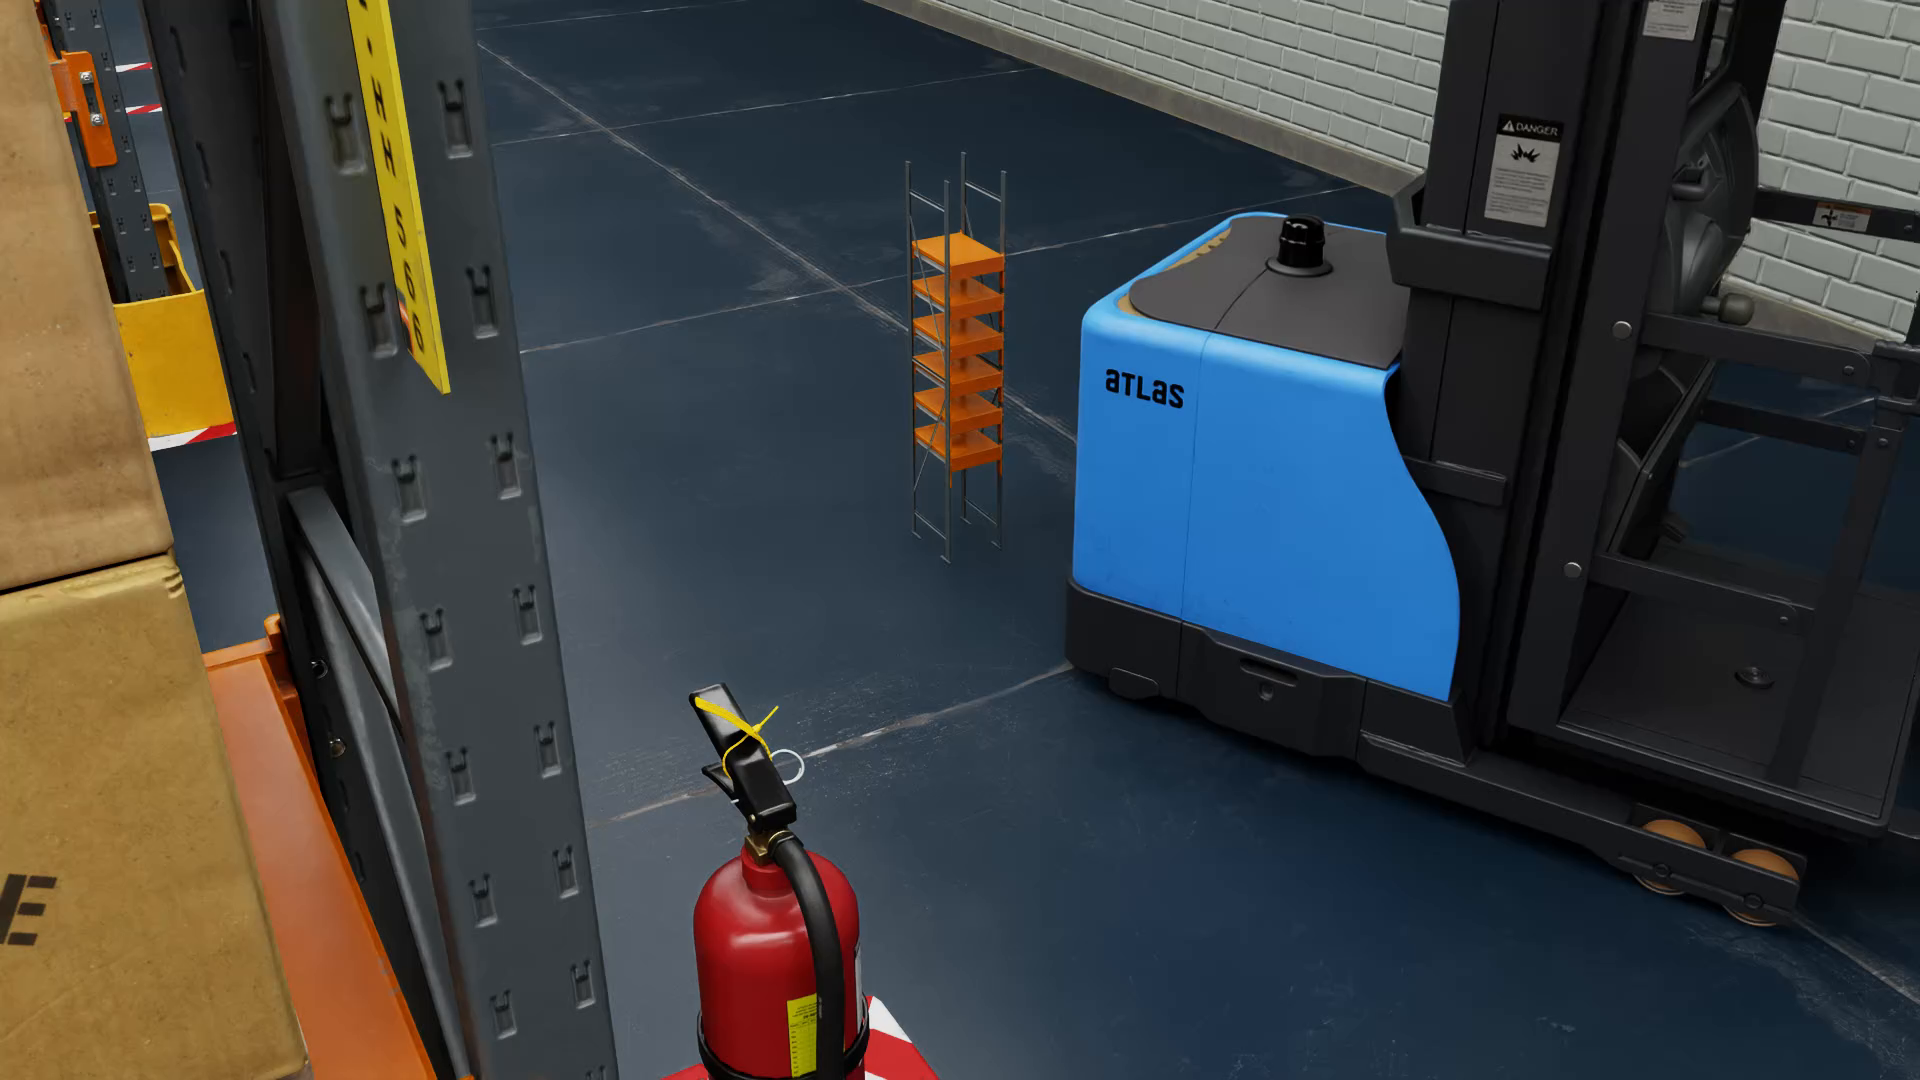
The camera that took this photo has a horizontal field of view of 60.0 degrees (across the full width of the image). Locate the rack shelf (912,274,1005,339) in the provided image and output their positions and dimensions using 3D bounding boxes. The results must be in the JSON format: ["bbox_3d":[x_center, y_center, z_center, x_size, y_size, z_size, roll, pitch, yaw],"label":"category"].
[{"bbox_3d":[-0.012,-0.693,4.859,0.180,0.103,0.258,-16,33,-26],"label":"rack shelf"}]

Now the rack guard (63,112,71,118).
[{"bbox_3d":[-5.559,-2.923,10.029,0.348,0.500,1.175,-16,33,-26],"label":"rack guard"}]

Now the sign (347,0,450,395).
[{"bbox_3d":[-0.375,-0.261,1.093,0.005,0.325,0.100,-16,33,-26],"label":"sign"}]

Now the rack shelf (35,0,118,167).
[{"bbox_3d":[-4.789,-1.138,4.953,4.000,0.370,1.077,-16,33,-26],"label":"rack shelf"}]

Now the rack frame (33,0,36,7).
[{"bbox_3d":[-5.574,-4.006,9.405,0.127,3.000,1.000,-16,33,-26],"label":"rack frame"}]

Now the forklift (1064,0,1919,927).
[{"bbox_3d":[1.803,-0.720,3.521,3.031,2.935,1.130,17,33,28],"label":"forklift"}]

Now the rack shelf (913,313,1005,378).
[{"bbox_3d":[-0.012,-0.588,4.917,0.180,0.103,0.258,-16,33,-26],"label":"rack shelf"}]

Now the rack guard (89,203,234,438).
[{"bbox_3d":[-3.044,-0.854,6.281,0.348,0.500,1.175,-16,33,-26],"label":"rack guard"}]

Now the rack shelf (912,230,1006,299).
[{"bbox_3d":[-0.012,-0.798,4.801,0.180,0.103,0.258,-16,33,-26],"label":"rack shelf"}]

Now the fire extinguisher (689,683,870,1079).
[{"bbox_3d":[-0.188,0.476,1.749,0.183,0.674,0.296,-16,33,-26],"label":"fire extinguisher"}]

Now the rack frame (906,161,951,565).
[{"bbox_3d":[-0.091,-0.499,4.913,0.006,1.200,0.240,-16,33,-26],"label":"rack frame"}]

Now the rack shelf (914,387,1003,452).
[{"bbox_3d":[-0.012,-0.378,5.033,0.180,0.103,0.258,-16,33,-26],"label":"rack shelf"}]

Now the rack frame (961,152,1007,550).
[{"bbox_3d":[0.066,-0.544,4.994,0.006,1.200,0.240,-16,33,-26],"label":"rack frame"}]

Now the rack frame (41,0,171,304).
[{"bbox_3d":[-3.064,-1.943,5.666,0.127,3.000,1.000,-16,33,-26],"label":"rack frame"}]

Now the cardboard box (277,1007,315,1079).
[{"bbox_3d":[-0.777,0.456,1.580,0.250,0.149,0.380,-16,33,-26],"label":"cardboard box"}]

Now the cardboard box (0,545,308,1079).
[{"bbox_3d":[-0.896,0.191,1.388,0.500,0.500,0.500,-15,32,-25],"label":"cardboard box"}]

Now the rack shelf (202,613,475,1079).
[{"bbox_3d":[-2.363,0.953,1.164,4.000,0.370,1.077,-16,33,-26],"label":"rack shelf"}]

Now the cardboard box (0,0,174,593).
[{"bbox_3d":[-0.907,-0.248,1.149,0.500,0.500,0.500,-17,33,-27],"label":"cardboard box"}]

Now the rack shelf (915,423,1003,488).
[{"bbox_3d":[-0.012,-0.273,5.091,0.180,0.103,0.258,-16,33,-26],"label":"rack shelf"}]

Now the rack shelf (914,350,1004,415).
[{"bbox_3d":[-0.012,-0.483,4.975,0.180,0.103,0.258,-16,33,-26],"label":"rack shelf"}]

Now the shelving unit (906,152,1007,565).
[{"bbox_3d":[-0.012,-0.522,4.954,0.189,1.200,0.258,-16,33,-26],"label":"shelving unit"}]
